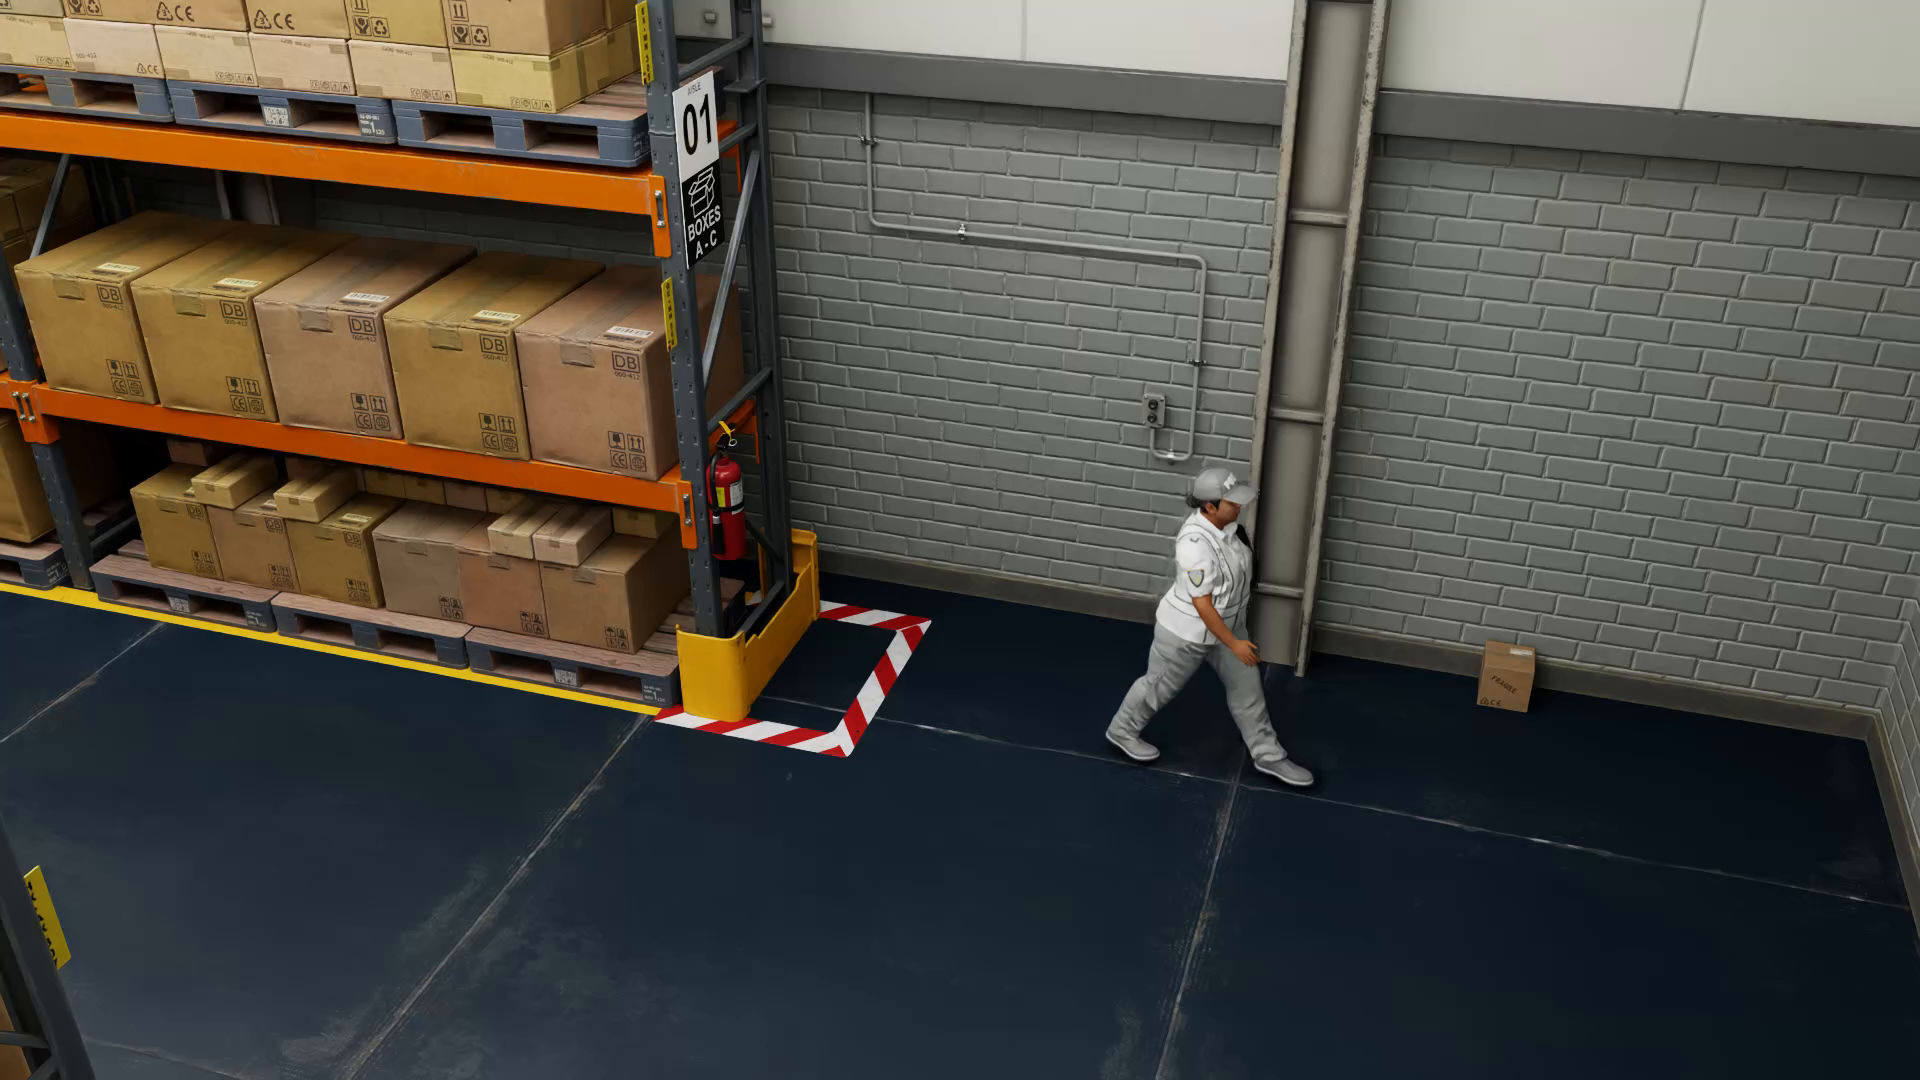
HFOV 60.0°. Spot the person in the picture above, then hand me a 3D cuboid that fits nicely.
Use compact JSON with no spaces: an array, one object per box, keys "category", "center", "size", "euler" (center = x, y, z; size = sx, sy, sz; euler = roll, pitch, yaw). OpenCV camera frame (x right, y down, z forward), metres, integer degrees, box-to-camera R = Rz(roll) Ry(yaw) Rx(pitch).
[{"category":"person","center":[1.201,0.407,7.749],"size":[1.014,1.602,0.478],"euler":[19,34,30]}]
